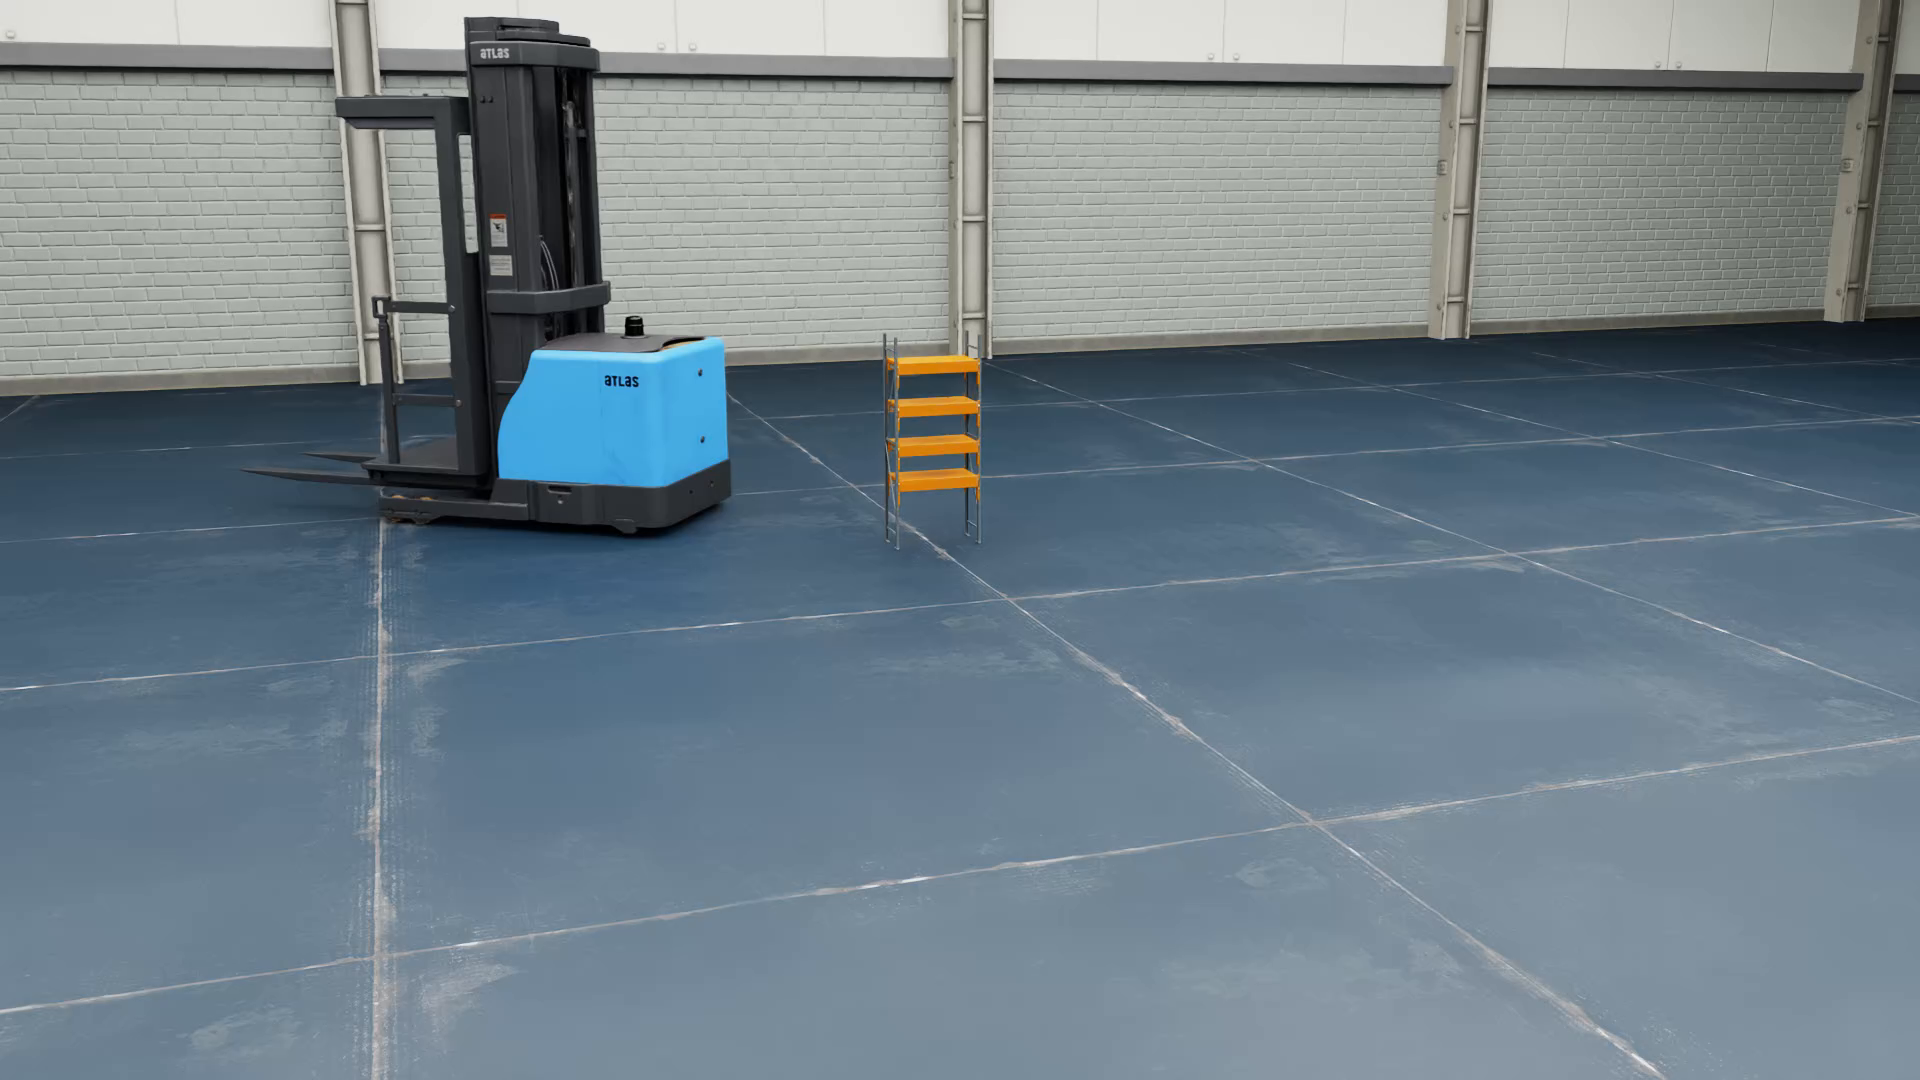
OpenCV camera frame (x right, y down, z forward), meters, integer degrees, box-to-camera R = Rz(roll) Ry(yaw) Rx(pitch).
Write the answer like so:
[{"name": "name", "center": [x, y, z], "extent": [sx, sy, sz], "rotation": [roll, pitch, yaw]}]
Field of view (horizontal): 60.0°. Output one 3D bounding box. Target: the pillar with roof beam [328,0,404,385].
[{"name": "pillar with roof beam", "center": [-4.201, -4.957, 11.036], "extent": [0.400, 9.000, 9.100], "rotation": [-4, 14, -18]}]

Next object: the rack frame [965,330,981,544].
[{"name": "rack frame", "center": [0.074, -0.590, 9.528], "extent": [0.015, 1.200, 0.240], "rotation": [-4, 14, -18]}]

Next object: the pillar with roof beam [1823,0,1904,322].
[{"name": "pillar with roof beam", "center": [12.859, -6.285, 16.621], "extent": [0.400, 9.000, 9.100], "rotation": [-4, 14, -18]}]

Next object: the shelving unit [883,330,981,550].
[{"name": "shelving unit", "center": [-0.157, -0.571, 9.453], "extent": [0.503, 1.200, 0.258], "rotation": [-4, 14, -18]}]

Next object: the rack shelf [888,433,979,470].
[{"name": "rack shelf", "center": [-0.157, -0.506, 9.468], "extent": [0.480, 0.148, 0.258], "rotation": [-4, 14, -18]}]

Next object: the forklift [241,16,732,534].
[{"name": "forklift", "center": [-3.019, -1.632, 10.168], "extent": [3.031, 2.935, 1.130], "rotation": [4, 14, 16]}]

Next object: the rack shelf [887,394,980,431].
[{"name": "rack shelf", "center": [-0.157, -0.724, 9.416], "extent": [0.480, 0.148, 0.258], "rotation": [-4, 14, -18]}]

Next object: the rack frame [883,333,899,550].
[{"name": "rack frame", "center": [-0.388, -0.553, 9.377], "extent": [0.015, 1.200, 0.240], "rotation": [-4, 14, -18]}]

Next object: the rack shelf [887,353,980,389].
[{"name": "rack shelf", "center": [-0.157, -0.954, 9.362], "extent": [0.480, 0.148, 0.258], "rotation": [-4, 14, -18]}]

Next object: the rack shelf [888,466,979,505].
[{"name": "rack shelf", "center": [-0.157, -0.313, 9.514], "extent": [0.480, 0.148, 0.258], "rotation": [-4, 14, -18]}]

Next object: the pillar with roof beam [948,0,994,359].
[{"name": "pillar with roof beam", "center": [1.485, -5.400, 12.898], "extent": [0.400, 9.000, 9.100], "rotation": [-4, 14, -18]}]

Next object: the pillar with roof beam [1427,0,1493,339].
[{"name": "pillar with roof beam", "center": [7.172, -5.843, 14.759], "extent": [0.400, 9.000, 9.100], "rotation": [-4, 14, -18]}]
